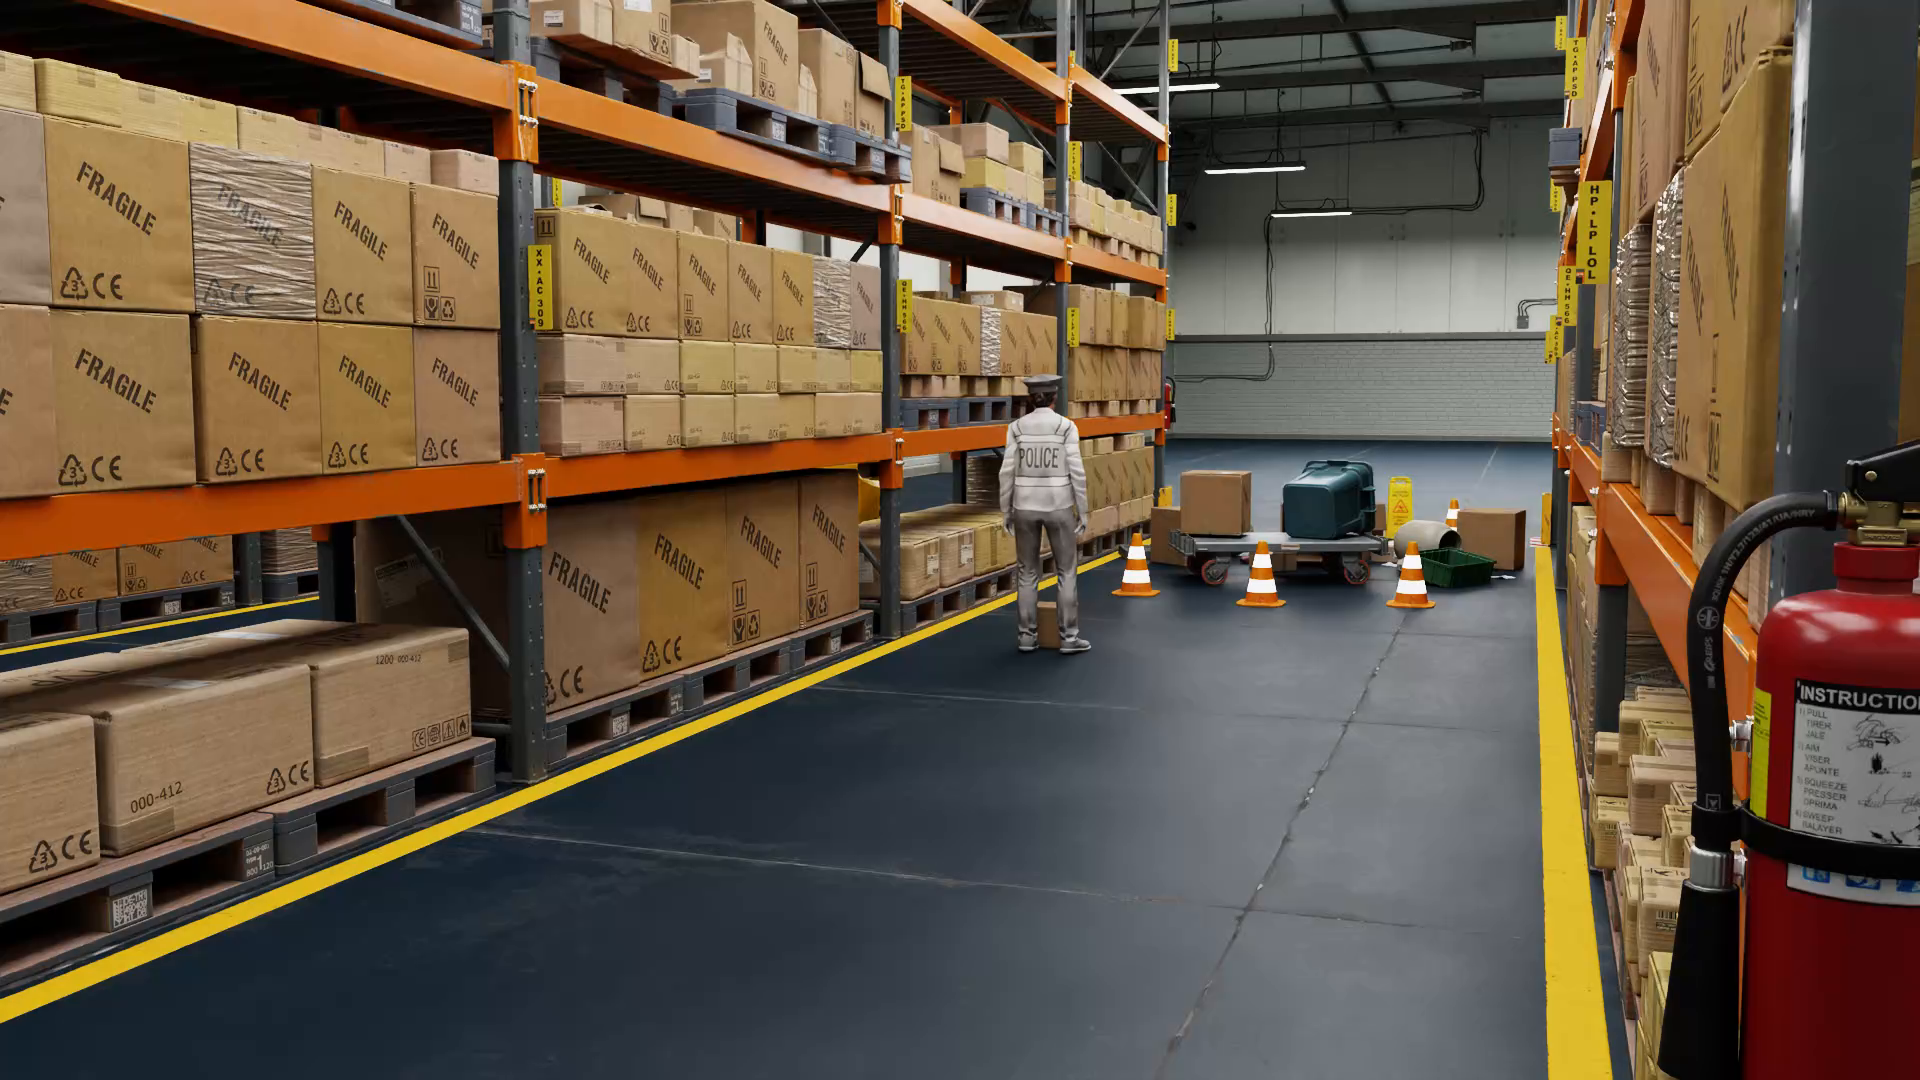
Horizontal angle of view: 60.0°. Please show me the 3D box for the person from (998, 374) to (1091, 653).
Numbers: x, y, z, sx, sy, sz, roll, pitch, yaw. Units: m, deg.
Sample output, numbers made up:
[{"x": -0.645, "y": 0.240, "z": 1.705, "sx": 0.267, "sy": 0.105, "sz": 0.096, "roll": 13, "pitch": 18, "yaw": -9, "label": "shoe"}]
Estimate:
[{"x": 0.502, "y": -0.158, "z": 9.935, "sx": 0.542, "sy": 1.662, "sz": 0.375, "roll": 1, "pitch": 6, "yaw": 15, "label": "person"}]
